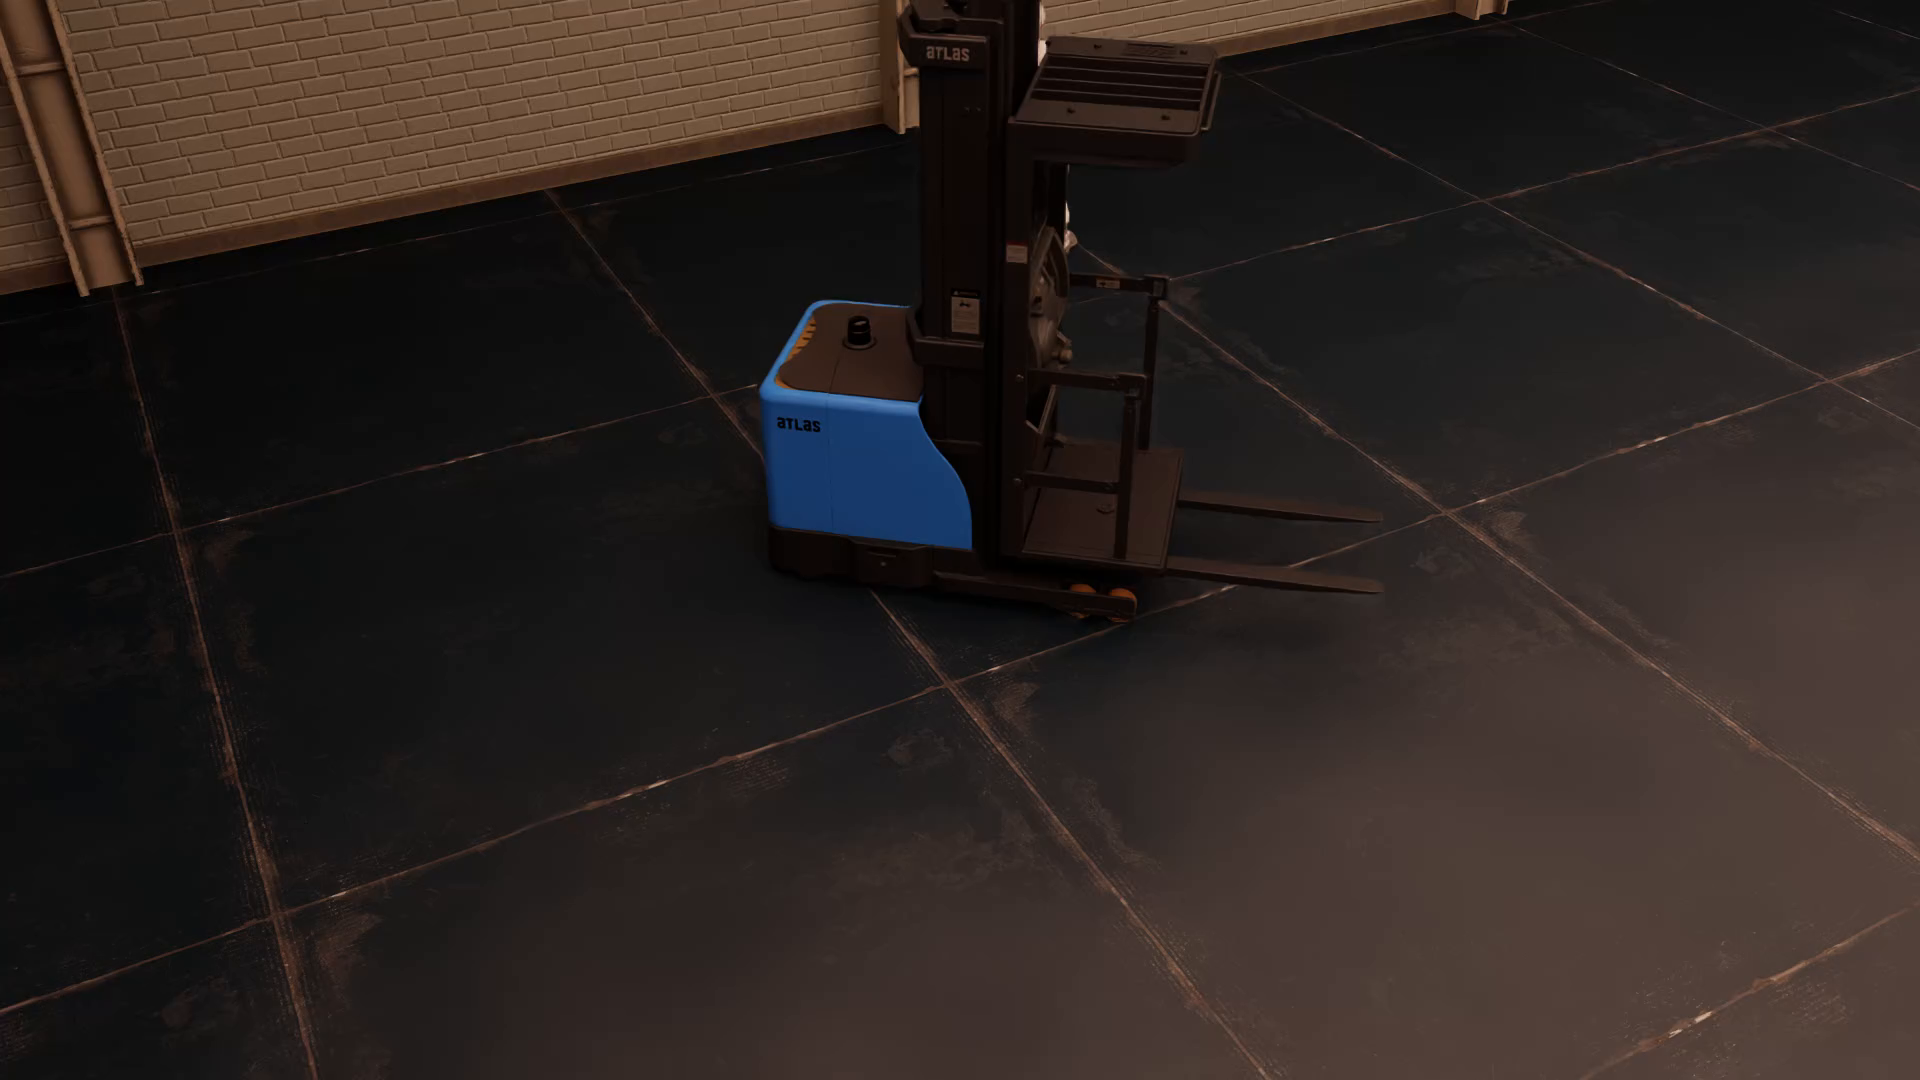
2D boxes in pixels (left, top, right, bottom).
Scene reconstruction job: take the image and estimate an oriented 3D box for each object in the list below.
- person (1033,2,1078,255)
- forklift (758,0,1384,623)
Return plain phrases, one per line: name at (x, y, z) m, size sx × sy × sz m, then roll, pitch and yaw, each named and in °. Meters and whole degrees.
person at (0.495, -2.710, 10.939) m, size 0.636 × 1.791 × 0.545 m, roll 6°, pitch 36°, yaw 8°
forklift at (0.601, -1.131, 7.723) m, size 3.031 × 2.935 × 1.130 m, roll 7°, pitch 36°, yaw 9°
